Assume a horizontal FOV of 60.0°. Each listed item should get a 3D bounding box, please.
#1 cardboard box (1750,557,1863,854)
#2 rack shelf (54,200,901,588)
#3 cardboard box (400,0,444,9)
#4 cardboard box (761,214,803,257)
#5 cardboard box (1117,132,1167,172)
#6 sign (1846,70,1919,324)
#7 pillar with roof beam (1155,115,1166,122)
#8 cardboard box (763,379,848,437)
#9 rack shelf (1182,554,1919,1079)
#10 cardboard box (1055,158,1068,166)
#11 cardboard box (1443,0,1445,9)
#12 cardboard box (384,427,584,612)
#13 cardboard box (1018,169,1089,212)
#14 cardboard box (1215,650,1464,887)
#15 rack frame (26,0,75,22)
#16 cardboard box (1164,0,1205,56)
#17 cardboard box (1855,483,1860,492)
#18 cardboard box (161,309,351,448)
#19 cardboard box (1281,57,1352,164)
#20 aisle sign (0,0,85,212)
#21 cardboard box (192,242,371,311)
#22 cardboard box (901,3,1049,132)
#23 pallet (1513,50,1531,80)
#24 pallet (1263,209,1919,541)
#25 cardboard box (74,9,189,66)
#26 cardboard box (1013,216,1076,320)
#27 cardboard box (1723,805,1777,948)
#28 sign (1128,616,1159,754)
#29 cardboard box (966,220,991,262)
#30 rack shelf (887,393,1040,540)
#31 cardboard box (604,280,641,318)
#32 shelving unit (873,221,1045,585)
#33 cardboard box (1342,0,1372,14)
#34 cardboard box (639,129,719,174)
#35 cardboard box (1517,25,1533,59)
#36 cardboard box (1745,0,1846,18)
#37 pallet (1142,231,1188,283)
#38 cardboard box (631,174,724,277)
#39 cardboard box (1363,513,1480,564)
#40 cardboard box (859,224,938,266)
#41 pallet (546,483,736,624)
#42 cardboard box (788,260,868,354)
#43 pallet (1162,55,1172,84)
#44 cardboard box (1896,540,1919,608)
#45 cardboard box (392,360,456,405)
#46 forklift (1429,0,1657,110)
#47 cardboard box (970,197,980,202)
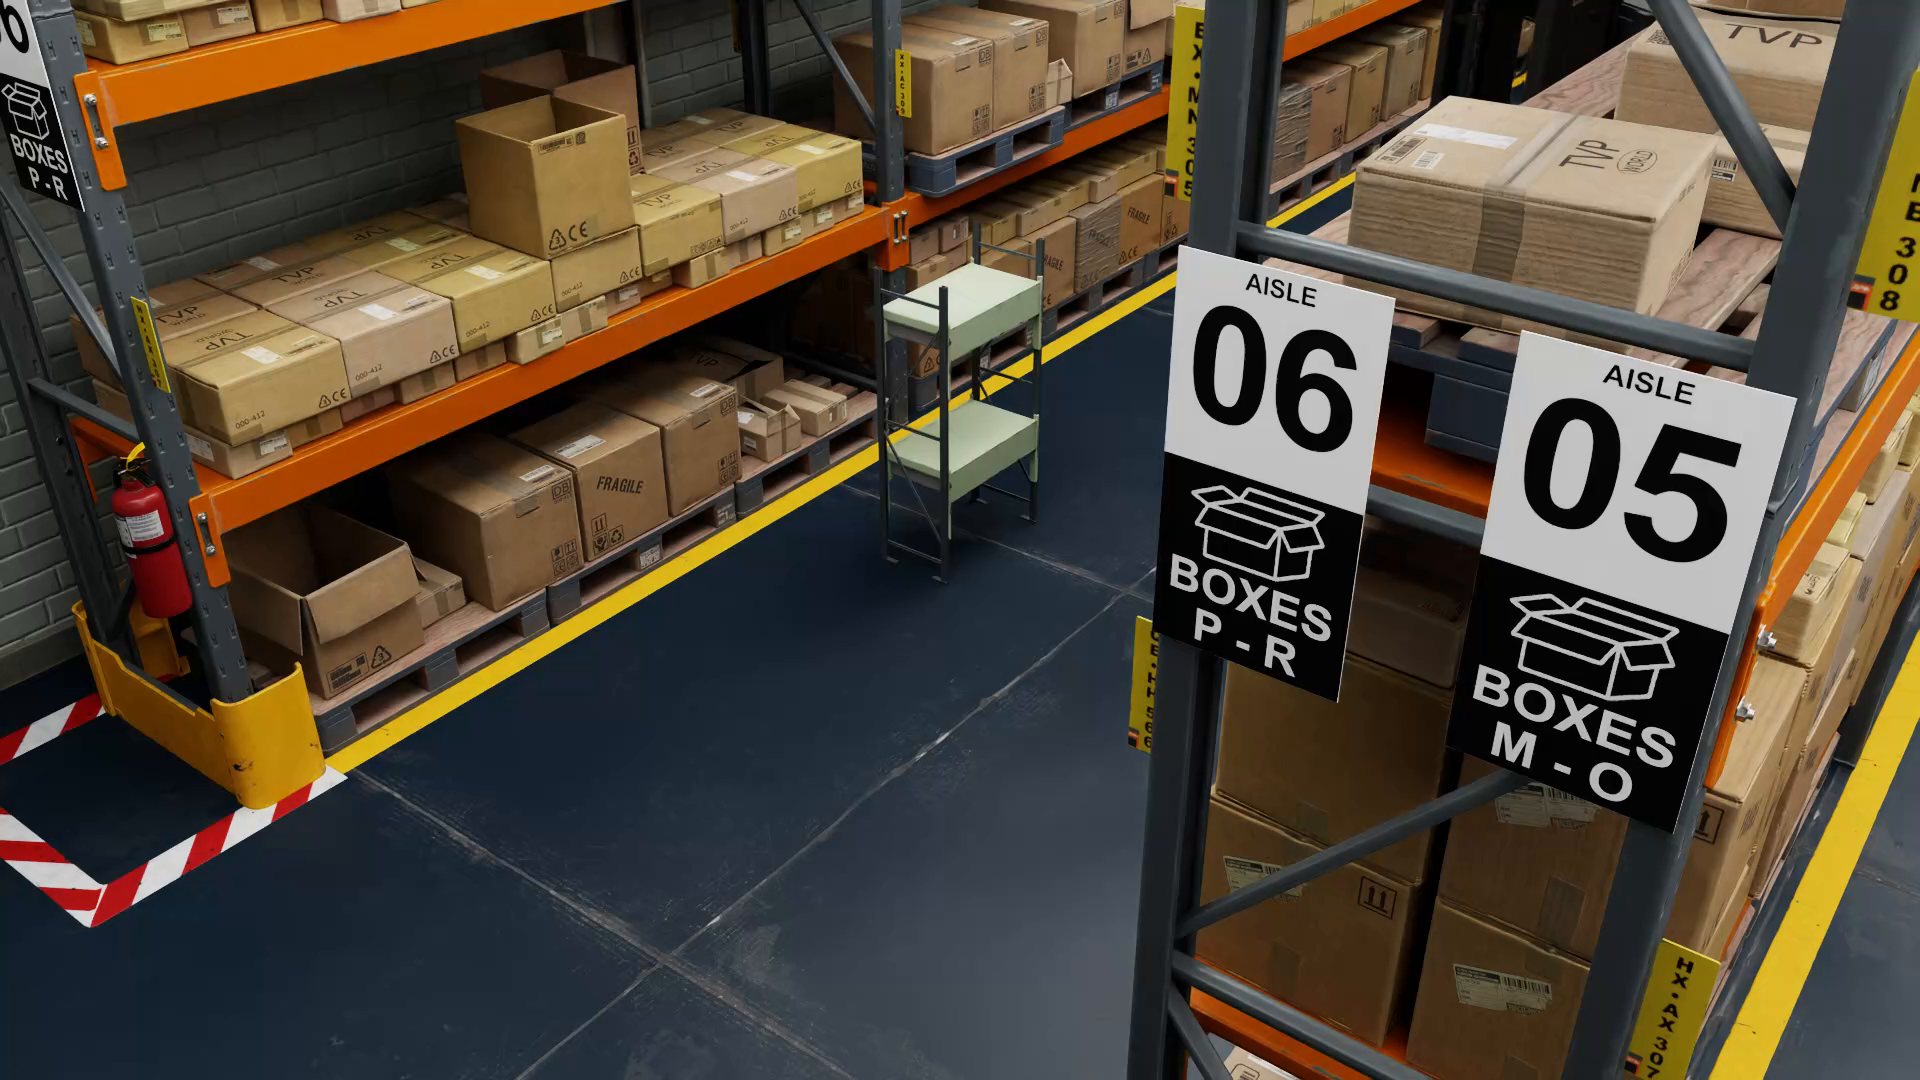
[{"bbox_3d":[1.645,0.289,3.742,0.500,0.500,0.500,20,36,30],"label":"cardboard box"},{"bbox_3d":[-1.931,-0.948,7.613,1.077,0.370,4.000,21,37,31],"label":"rack shelf"},{"bbox_3d":[-2.070,-2.077,6.117,0.380,0.149,0.250,21,37,31],"label":"cardboard box"},{"bbox_3d":[-0.992,-1.530,8.135,0.380,0.149,0.250,22,37,32],"label":"cardboard box"},{"bbox_3d":[1.261,-2.588,11.079,0.380,0.149,0.250,20,36,30],"label":"cardboard box"},{"bbox_3d":[1.260,-0.446,2.183,0.100,0.325,0.005,21,37,31],"label":"sign"},{"bbox_3d":[5.192,-5.760,9.142,9.100,9.000,0.400,21,37,31],"label":"pillar with roof beam"},{"bbox_3d":[-0.826,-0.708,8.887,0.380,0.149,0.250,20,36,30],"label":"cardboard box"},{"bbox_3d":[2.029,0.578,5.038,1.077,0.370,4.000,21,37,31],"label":"rack shelf"},{"bbox_3d":[0.503,-2.536,10.991,0.380,0.149,0.250,20,36,30],"label":"cardboard box"},{"bbox_3d":[4.648,-4.850,14.796,0.500,0.250,0.500,21,36,31],"label":"cardboard box"},{"bbox_3d":[-2.146,-0.105,7.525,0.700,0.500,0.500,23,38,33],"label":"cardboard box"},{"bbox_3d":[0.583,-2.188,10.403,0.380,0.149,0.250,21,37,31],"label":"cardboard box"},{"bbox_3d":[0.923,0.339,3.657,0.500,0.500,0.500,22,37,33],"label":"cardboard box"},{"bbox_3d":[-3.138,-3.026,4.529,1.000,3.000,0.127,21,37,31],"label":"rack frame"},{"bbox_3d":[1.312,-3.284,10.585,0.500,0.250,0.500,19,36,29],"label":"cardboard box"},{"bbox_3d":[1.867,-0.164,3.870,0.380,0.149,0.250,22,37,32],"label":"cardboard box"},{"bbox_3d":[-2.649,-0.610,6.192,0.500,0.250,0.500,21,37,32],"label":"cardboard box"},{"bbox_3d":[2.467,-3.373,12.916,0.875,0.625,0.625,22,37,33],"label":"cardboard box"},{"bbox_3d":[-2.945,-1.445,5.196,0.394,0.787,0.004,21,37,31],"label":"aisle sign"},{"bbox_3d":[-2.760,-0.986,6.827,0.500,0.250,0.500,21,37,31],"label":"cardboard box"},{"bbox_3d":[0.060,-2.633,9.240,0.700,0.500,0.500,22,37,32],"label":"cardboard box"},{"bbox_3d":[4.619,-4.433,15.523,1.003,0.211,1.213,21,37,31],"label":"pallet"},{"bbox_3d":[1.261,-0.476,3.255,1.003,0.211,1.213,21,37,31],"label":"pallet"},{"bbox_3d":[-2.760,-1.685,5.455,0.380,0.149,0.250,22,37,32],"label":"cardboard box"},{"bbox_3d":[0.366,-1.724,10.257,0.500,0.500,0.500,20,36,30],"label":"cardboard box"},{"bbox_3d":[1.623,0.717,3.999,0.500,0.500,0.500,21,36,31],"label":"cardboard box"},{"bbox_3d":[0.397,0.309,3.419,0.100,0.325,0.005,21,37,31],"label":"sign"},{"bbox_3d":[-0.043,-1.763,9.686,0.380,0.149,0.250,19,36,29],"label":"cardboard box"},{"bbox_3d":[0.004,-0.367,8.038,0.431,0.370,0.720,21,37,31],"label":"rack shelf"},{"bbox_3d":[-1.660,-1.133,7.467,0.380,0.149,0.250,21,37,31],"label":"cardboard box"},{"bbox_3d":[0.004,-0.648,7.872,0.431,1.500,0.755,21,37,31],"label":"shelving unit"},{"bbox_3d":[2.767,-4.152,12.460,0.500,0.250,0.500,20,36,30],"label":"cardboard box"},{"bbox_3d":[-1.535,-1.810,8.217,0.500,0.250,0.500,21,36,31],"label":"cardboard box"},{"bbox_3d":[4.956,-4.626,15.399,0.500,0.250,0.500,20,36,30],"label":"cardboard box"},{"bbox_3d":[2.158,-1.249,3.865,0.500,0.500,0.500,22,37,32],"label":"cardboard box"},{"bbox_3d":[1.210,-2.205,11.764,1.003,0.211,1.213,21,37,31],"label":"pallet"},{"bbox_3d":[-1.439,-1.445,7.602,0.500,0.250,0.500,21,36,31],"label":"cardboard box"},{"bbox_3d":[1.013,0.011,3.574,0.380,0.149,0.250,22,37,32],"label":"cardboard box"},{"bbox_3d":[-0.343,-1.665,9.230,0.380,0.149,0.250,20,36,30],"label":"cardboard box"},{"bbox_3d":[-1.875,-0.094,8.202,1.003,0.211,1.213,21,37,31],"label":"pallet"},{"bbox_3d":[-0.663,-1.466,9.822,0.500,0.500,0.500,21,37,31],"label":"cardboard box"},{"bbox_3d":[1.338,-3.317,11.093,1.213,0.211,1.003,21,37,31],"label":"pallet"},{"bbox_3d":[2.854,-0.109,5.395,0.500,0.500,0.500,20,36,30],"label":"cardboard box"},{"bbox_3d":[-2.272,-0.705,6.744,0.380,0.149,0.250,22,37,33],"label":"cardboard box"},{"bbox_3d":[3.110,-1.703,8.249,3.031,2.935,1.130,-9,32,-15],"label":"forklift"},{"bbox_3d":[-0.094,-2.111,10.273,0.380,0.149,0.250,22,37,33],"label":"cardboard box"}]
